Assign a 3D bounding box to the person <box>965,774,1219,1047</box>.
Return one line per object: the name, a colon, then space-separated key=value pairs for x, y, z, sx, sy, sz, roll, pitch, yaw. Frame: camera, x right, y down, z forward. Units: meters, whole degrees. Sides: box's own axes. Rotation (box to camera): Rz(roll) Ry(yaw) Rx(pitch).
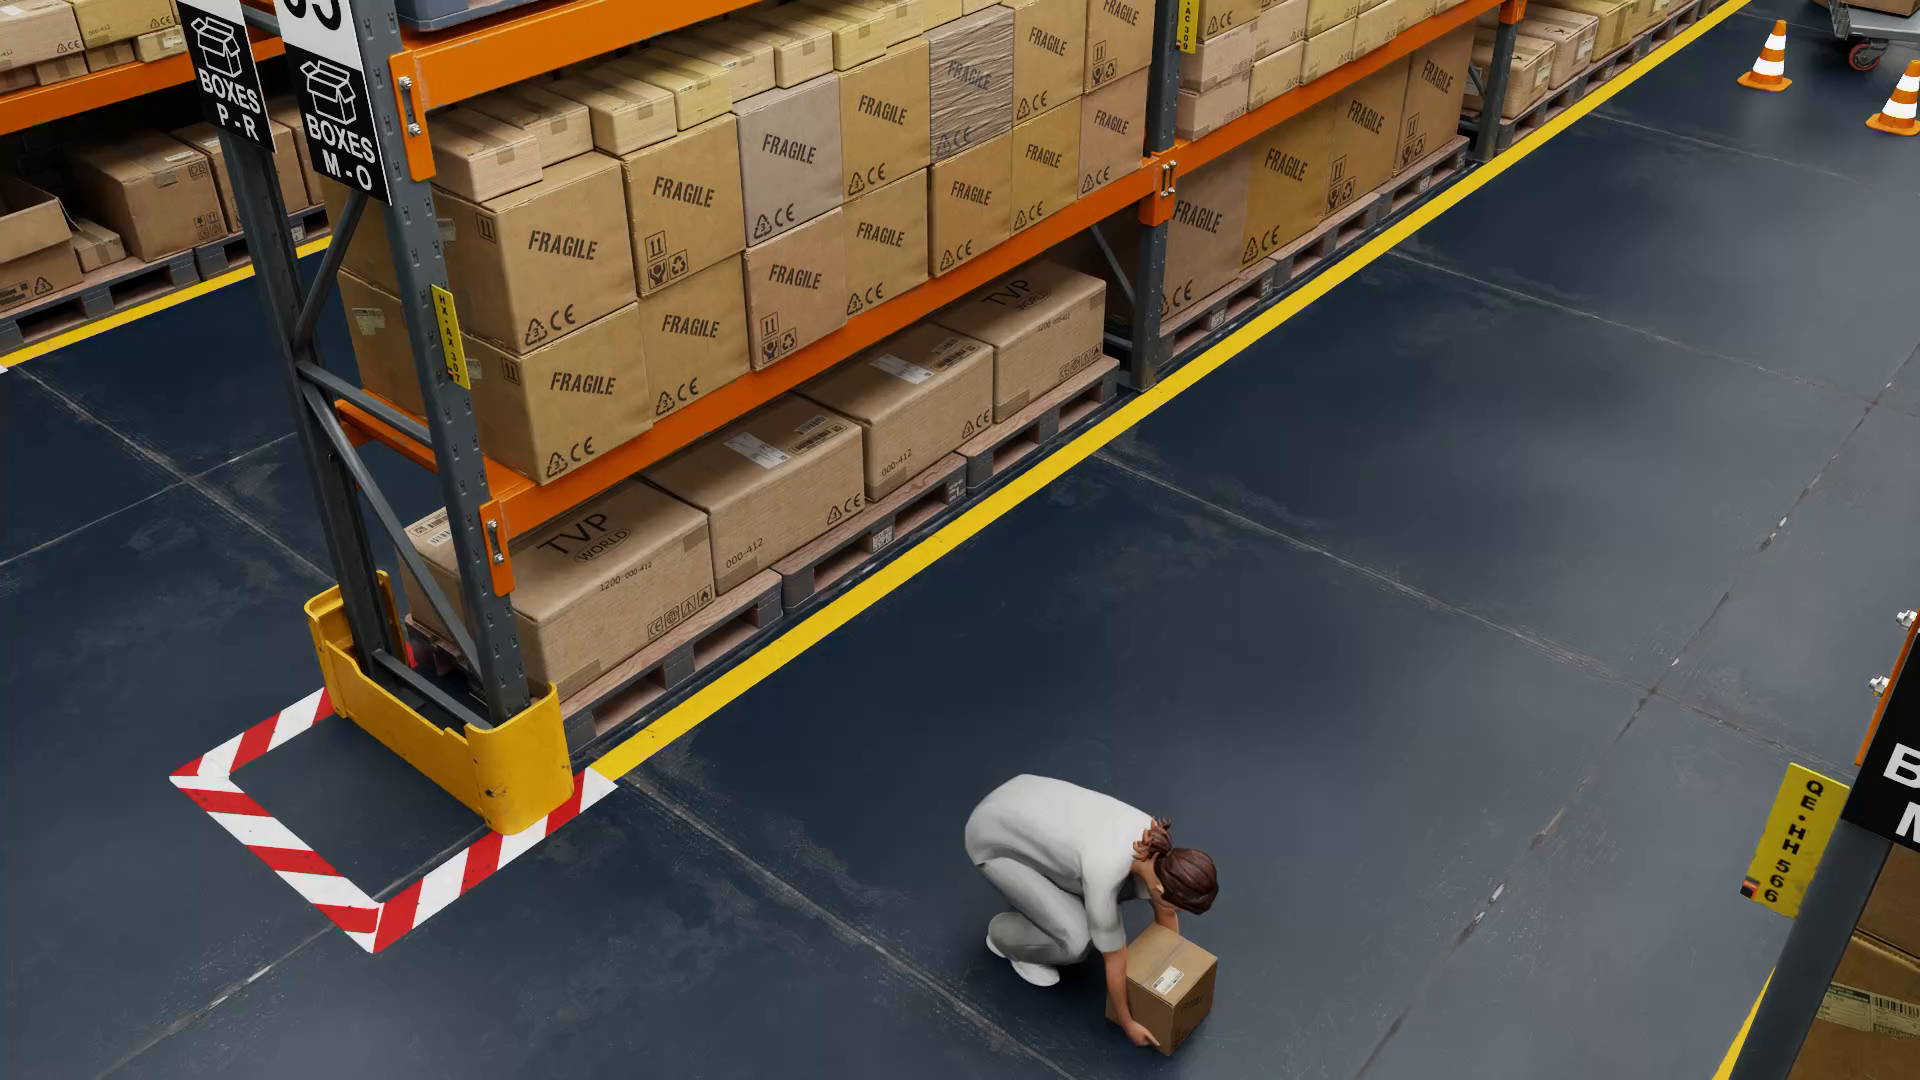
person: x=0.418 y=1.126 z=5.364 sx=0.861 sy=0.765 sz=0.456 roll=25 pitch=42 yaw=31
